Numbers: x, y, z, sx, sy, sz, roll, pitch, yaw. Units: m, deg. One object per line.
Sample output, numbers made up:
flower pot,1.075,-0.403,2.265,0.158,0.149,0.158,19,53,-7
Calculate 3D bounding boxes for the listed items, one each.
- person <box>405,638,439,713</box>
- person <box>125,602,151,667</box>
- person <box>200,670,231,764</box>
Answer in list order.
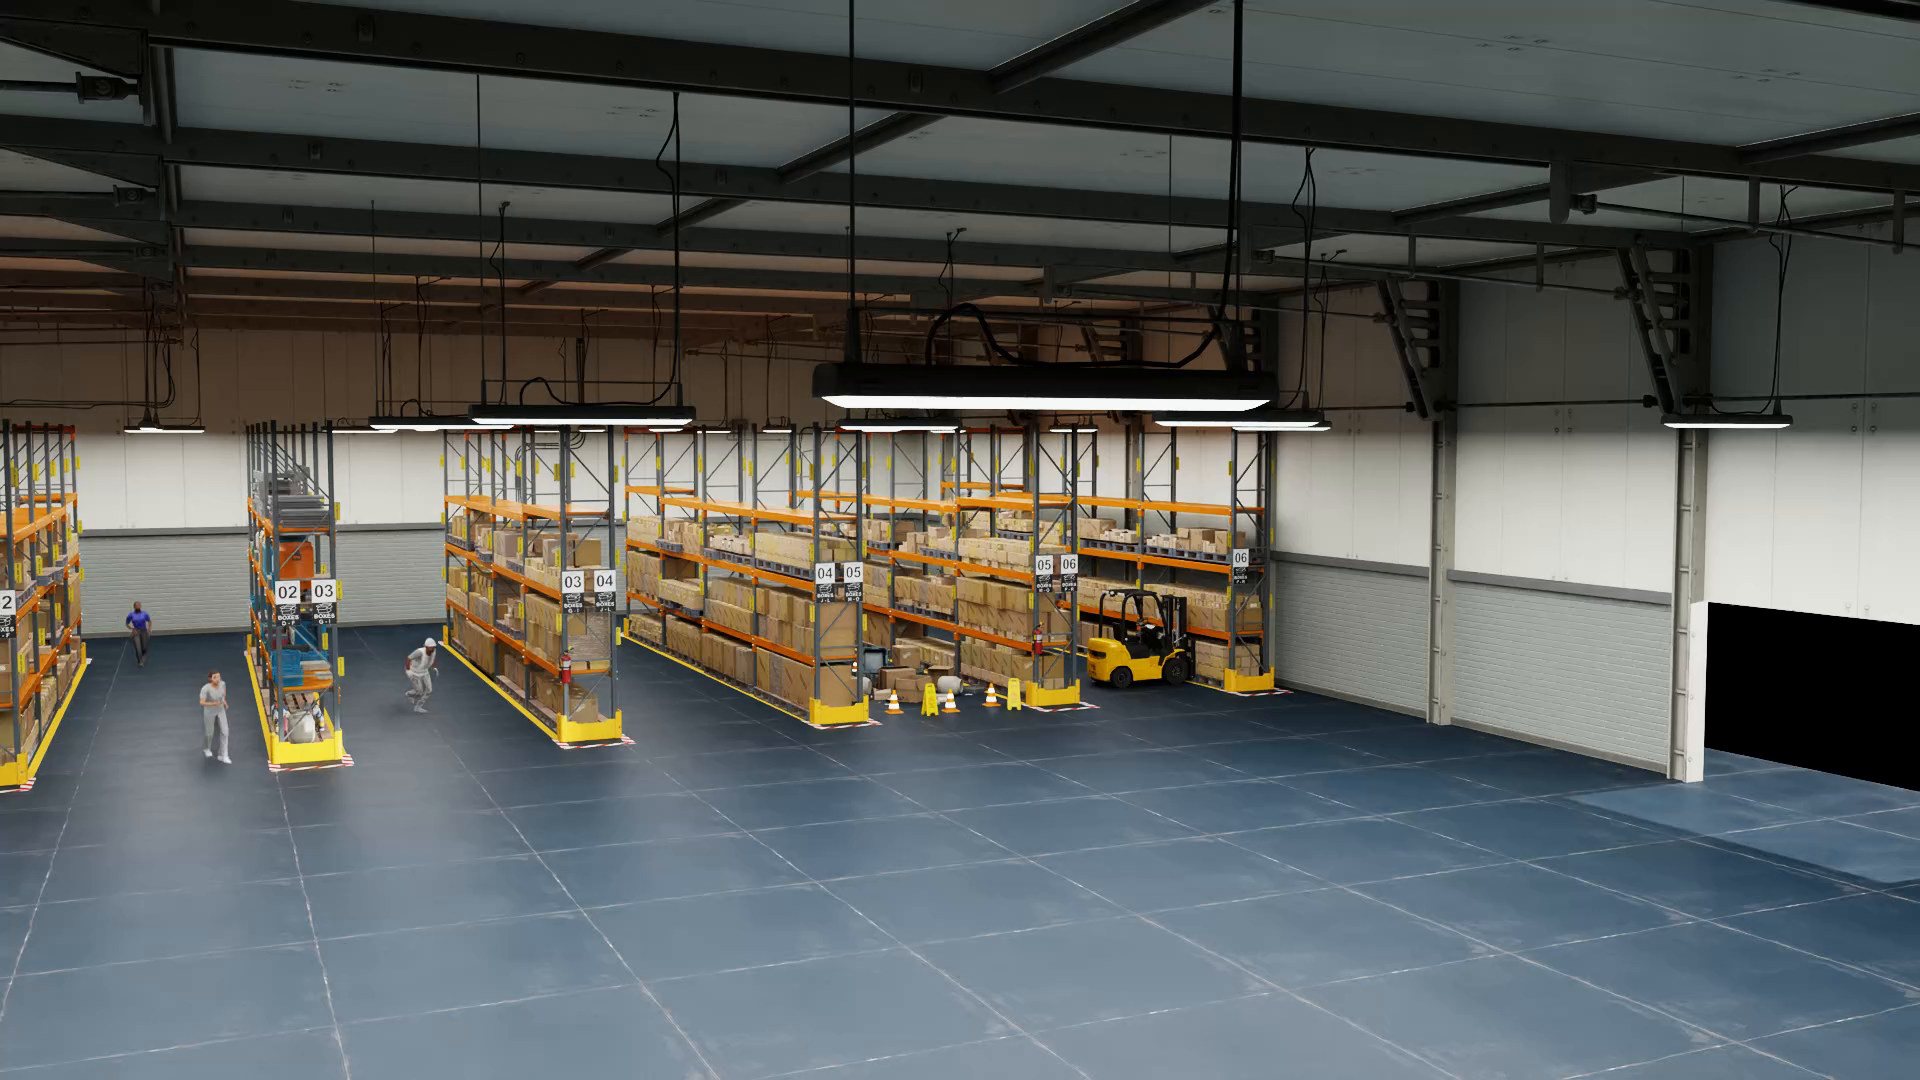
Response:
person,-11.160,2.796,34.324,0.970,1.577,0.704,3,4,35
person,-20.421,2.335,41.346,0.600,1.617,0.600,-2,4,-33
person,-13.140,3.091,29.247,0.565,1.666,0.978,-4,5,-45
